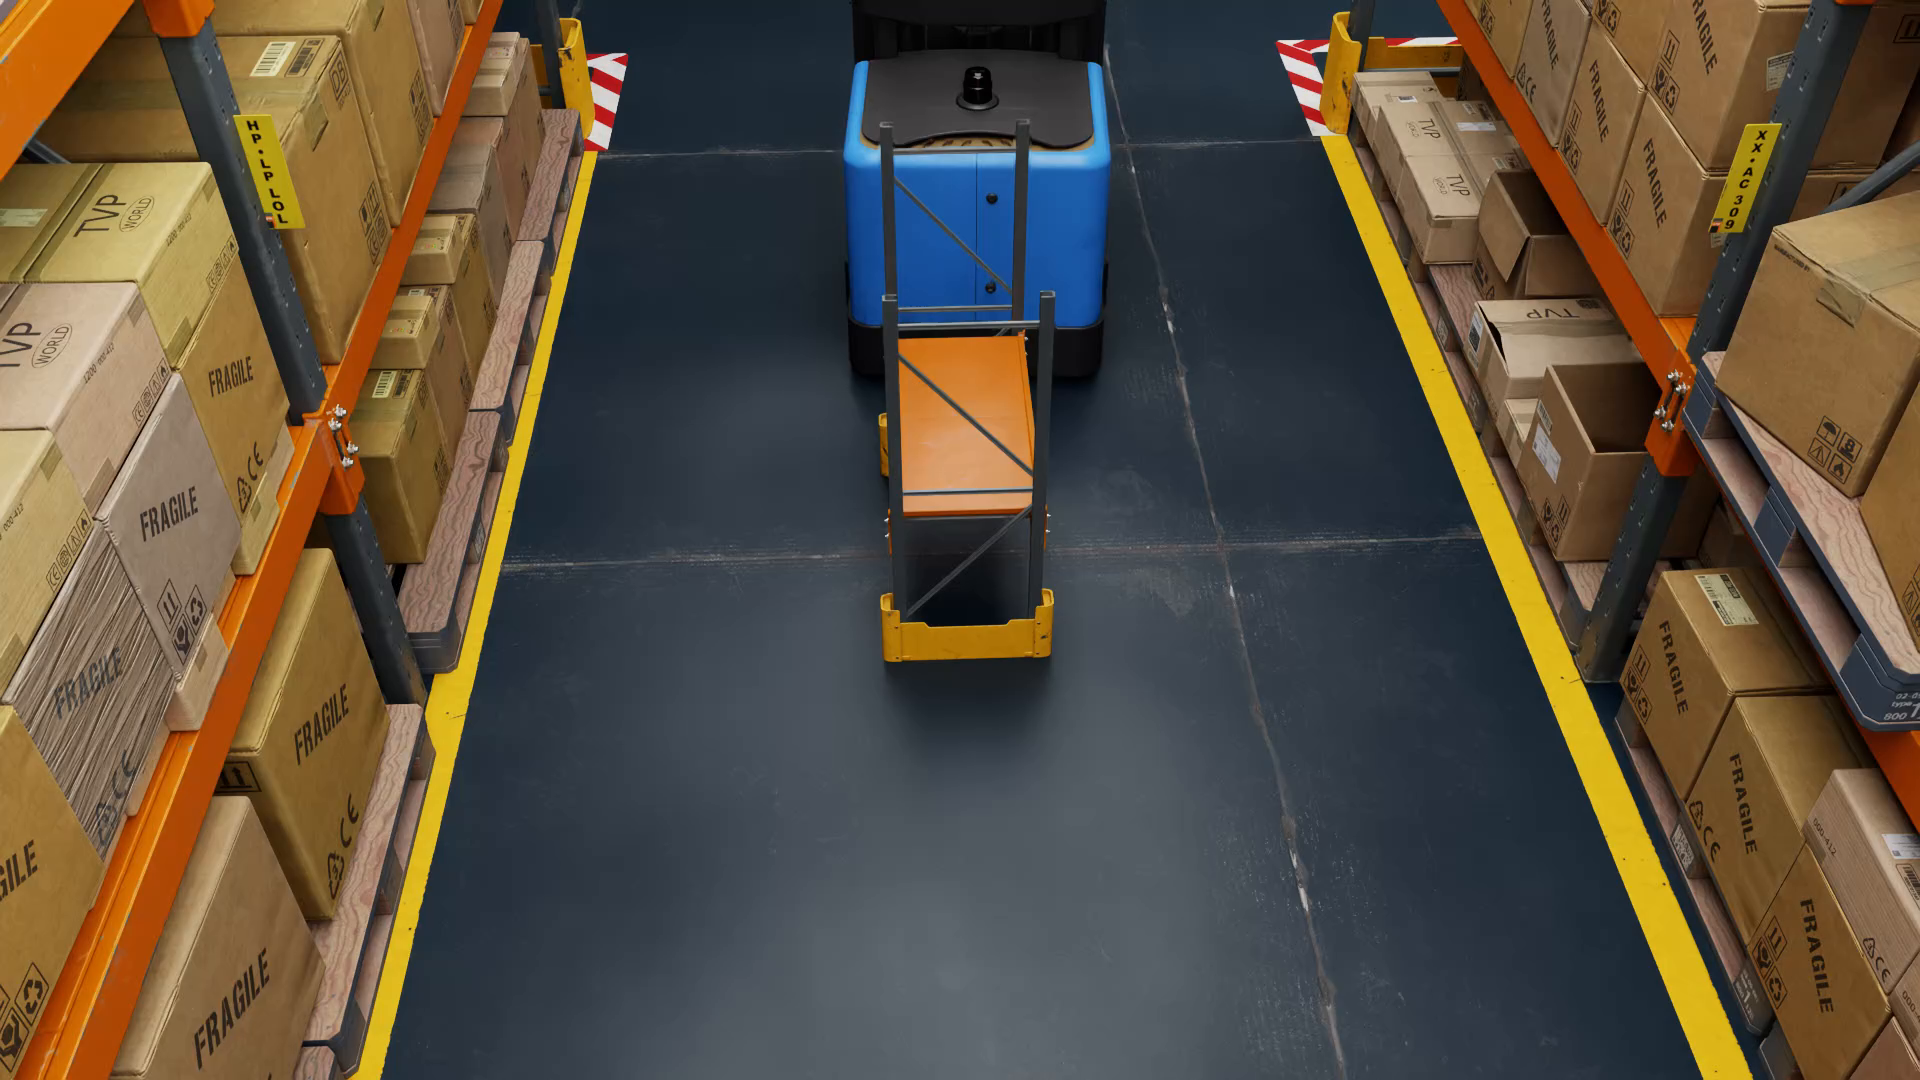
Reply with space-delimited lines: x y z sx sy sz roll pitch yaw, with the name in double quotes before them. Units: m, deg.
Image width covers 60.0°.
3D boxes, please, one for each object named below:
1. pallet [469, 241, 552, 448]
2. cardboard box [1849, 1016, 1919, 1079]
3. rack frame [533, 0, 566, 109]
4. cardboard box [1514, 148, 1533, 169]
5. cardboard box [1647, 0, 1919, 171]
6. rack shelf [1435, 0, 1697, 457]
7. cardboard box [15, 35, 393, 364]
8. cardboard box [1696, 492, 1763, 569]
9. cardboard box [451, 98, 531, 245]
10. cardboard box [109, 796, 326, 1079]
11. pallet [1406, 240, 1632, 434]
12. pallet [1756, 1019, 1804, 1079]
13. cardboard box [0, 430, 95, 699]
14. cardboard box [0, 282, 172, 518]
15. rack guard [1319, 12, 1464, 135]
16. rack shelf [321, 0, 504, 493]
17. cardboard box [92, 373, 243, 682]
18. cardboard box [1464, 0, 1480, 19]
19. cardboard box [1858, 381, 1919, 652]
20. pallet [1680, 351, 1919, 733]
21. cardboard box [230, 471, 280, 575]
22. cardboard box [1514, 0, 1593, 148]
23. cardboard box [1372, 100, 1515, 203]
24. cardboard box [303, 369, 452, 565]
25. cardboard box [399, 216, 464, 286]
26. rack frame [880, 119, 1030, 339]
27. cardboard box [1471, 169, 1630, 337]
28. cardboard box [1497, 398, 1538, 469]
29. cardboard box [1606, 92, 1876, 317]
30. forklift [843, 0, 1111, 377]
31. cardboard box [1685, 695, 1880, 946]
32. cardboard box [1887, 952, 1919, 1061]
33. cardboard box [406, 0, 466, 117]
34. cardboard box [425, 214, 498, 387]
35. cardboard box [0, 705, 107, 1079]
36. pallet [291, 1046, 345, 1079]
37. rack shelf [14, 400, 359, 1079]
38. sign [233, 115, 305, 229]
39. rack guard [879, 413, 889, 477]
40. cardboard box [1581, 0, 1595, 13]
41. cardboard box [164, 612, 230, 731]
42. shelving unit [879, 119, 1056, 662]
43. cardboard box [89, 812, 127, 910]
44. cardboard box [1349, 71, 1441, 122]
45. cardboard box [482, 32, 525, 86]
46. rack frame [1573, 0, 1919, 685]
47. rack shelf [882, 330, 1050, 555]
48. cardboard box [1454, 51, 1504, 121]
"pallet" -2.319 -0.832 7.002 1.003 0.211 1.213 -2 43 -2
"cardboard box" 2.484 1.468 3.953 0.500 0.500 0.500 -3 43 -3
"rack frame" -2.480 -3.219 7.542 1.000 3.000 0.127 -2 43 -2
"cardboard box" 2.748 -1.511 7.387 0.500 0.250 0.500 -2 43 -2
"cardboard box" 2.358 -1.403 4.747 0.500 0.500 0.500 -1 43 -2
"rack shelf" 2.554 -1.749 6.470 1.077 0.370 4.000 -2 43 -2
"cardboard box" -2.317 -0.996 4.895 0.980 0.700 0.700 -1 43 -1
"cardboard box" 2.837 -0.124 5.830 0.500 0.311 0.500 -2 43 -2
"cardboard box" -2.329 -1.645 7.364 0.700 0.500 0.500 -2 43 -2
"cardboard box" -2.112 1.154 4.052 0.750 0.750 0.750 0 43 0
"pallet" 2.556 -0.925 7.103 1.003 0.211 1.213 -2 43 -2
"pallet" 2.766 1.738 4.198 1.003 0.211 1.213 -2 43 -2
"cardboard box" -2.001 0.048 3.113 0.500 0.250 0.500 -1 43 -1
"cardboard box" -2.023 -0.296 3.489 0.500 0.250 0.500 -1 43 -1
"rack guard" 2.472 -2.391 8.489 1.175 0.500 0.348 -2 43 -2
"rack shelf" -2.395 -1.604 6.313 1.077 0.370 4.000 -2 43 -2
"cardboard box" -2.007 -0.024 3.748 0.500 0.500 0.500 -1 43 -1
"cardboard box" 2.270 -2.407 6.582 0.500 0.500 0.500 -2 43 -2
"cardboard box" 2.528 -0.067 3.718 0.700 0.500 0.500 5 43 5
"pallet" 2.563 -0.050 4.227 1.003 0.211 1.213 -2 43 -2
"cardboard box" -1.979 -0.044 4.249 0.380 0.149 0.250 -1 43 -1
"cardboard box" 2.314 -1.725 5.839 0.500 0.500 0.500 -1 43 -1
"cardboard box" 2.230 -1.800 7.703 0.500 0.250 0.500 -2 43 -2
"cardboard box" -2.240 -0.260 5.853 0.700 0.500 0.500 -1 43 -1
"cardboard box" -2.094 -1.088 6.276 0.380 0.149 0.250 -3 43 -3
"rack frame" -0.018 -0.838 6.055 0.500 1.500 0.032 -2 43 -2
"cardboard box" 2.554 -1.174 6.833 0.797 0.503 0.637 -2 43 -2
"cardboard box" 2.255 -0.403 6.254 0.380 0.149 0.250 -2 43 -2
"cardboard box" 2.361 -1.031 5.081 0.500 0.500 0.500 -1 43 -1
"forklift" 0.084 -2.730 7.060 1.130 2.935 3.031 1 43 1
"cardboard box" 2.449 0.789 4.694 0.500 0.500 0.500 -1 43 -1
"cardboard box" 2.480 1.166 3.727 0.500 0.250 0.500 -2 43 -3
"cardboard box" -2.383 -1.980 5.968 0.980 0.700 0.700 -4 43 -4
"cardboard box" -2.277 -0.946 6.601 0.700 0.500 0.500 -1 43 -1
"cardboard box" -1.968 0.652 3.010 0.500 0.500 0.500 -1 43 -1
"pallet" -2.148 1.853 4.072 1.003 0.211 1.213 -2 43 -2
"rack shelf" -2.226 1.096 3.366 1.077 0.370 4.000 -2 43 -2
"sign" -1.769 -0.939 4.256 0.100 0.325 0.005 -2 43 -2
"rack guard" -0.018 -0.377 6.476 0.587 0.250 0.087 -2 43 -2
"cardboard box" 2.313 -2.089 5.495 0.500 0.500 0.500 -1 43 -1
"cardboard box" -1.943 0.309 3.864 0.380 0.149 0.250 -2 43 -2
"shelving unit" 0.003 -0.501 5.687 0.587 1.500 1.083 -2 43 -2
"cardboard box" -2.003 0.645 3.497 0.380 0.149 0.250 -3 43 -3
"cardboard box" 2.143 -2.183 8.196 0.380 0.149 0.250 -2 43 -2
"cardboard box" -2.163 -2.141 7.425 0.380 0.149 0.250 -2 43 -2
"rack frame" 2.639 -0.664 4.754 1.000 3.000 0.127 -2 43 -2
"rack shelf" 0.004 -0.363 5.802 0.538 0.185 1.000 -2 43 -2
"cardboard box" 2.738 -2.245 8.004 0.500 0.500 0.500 -2 43 -2
